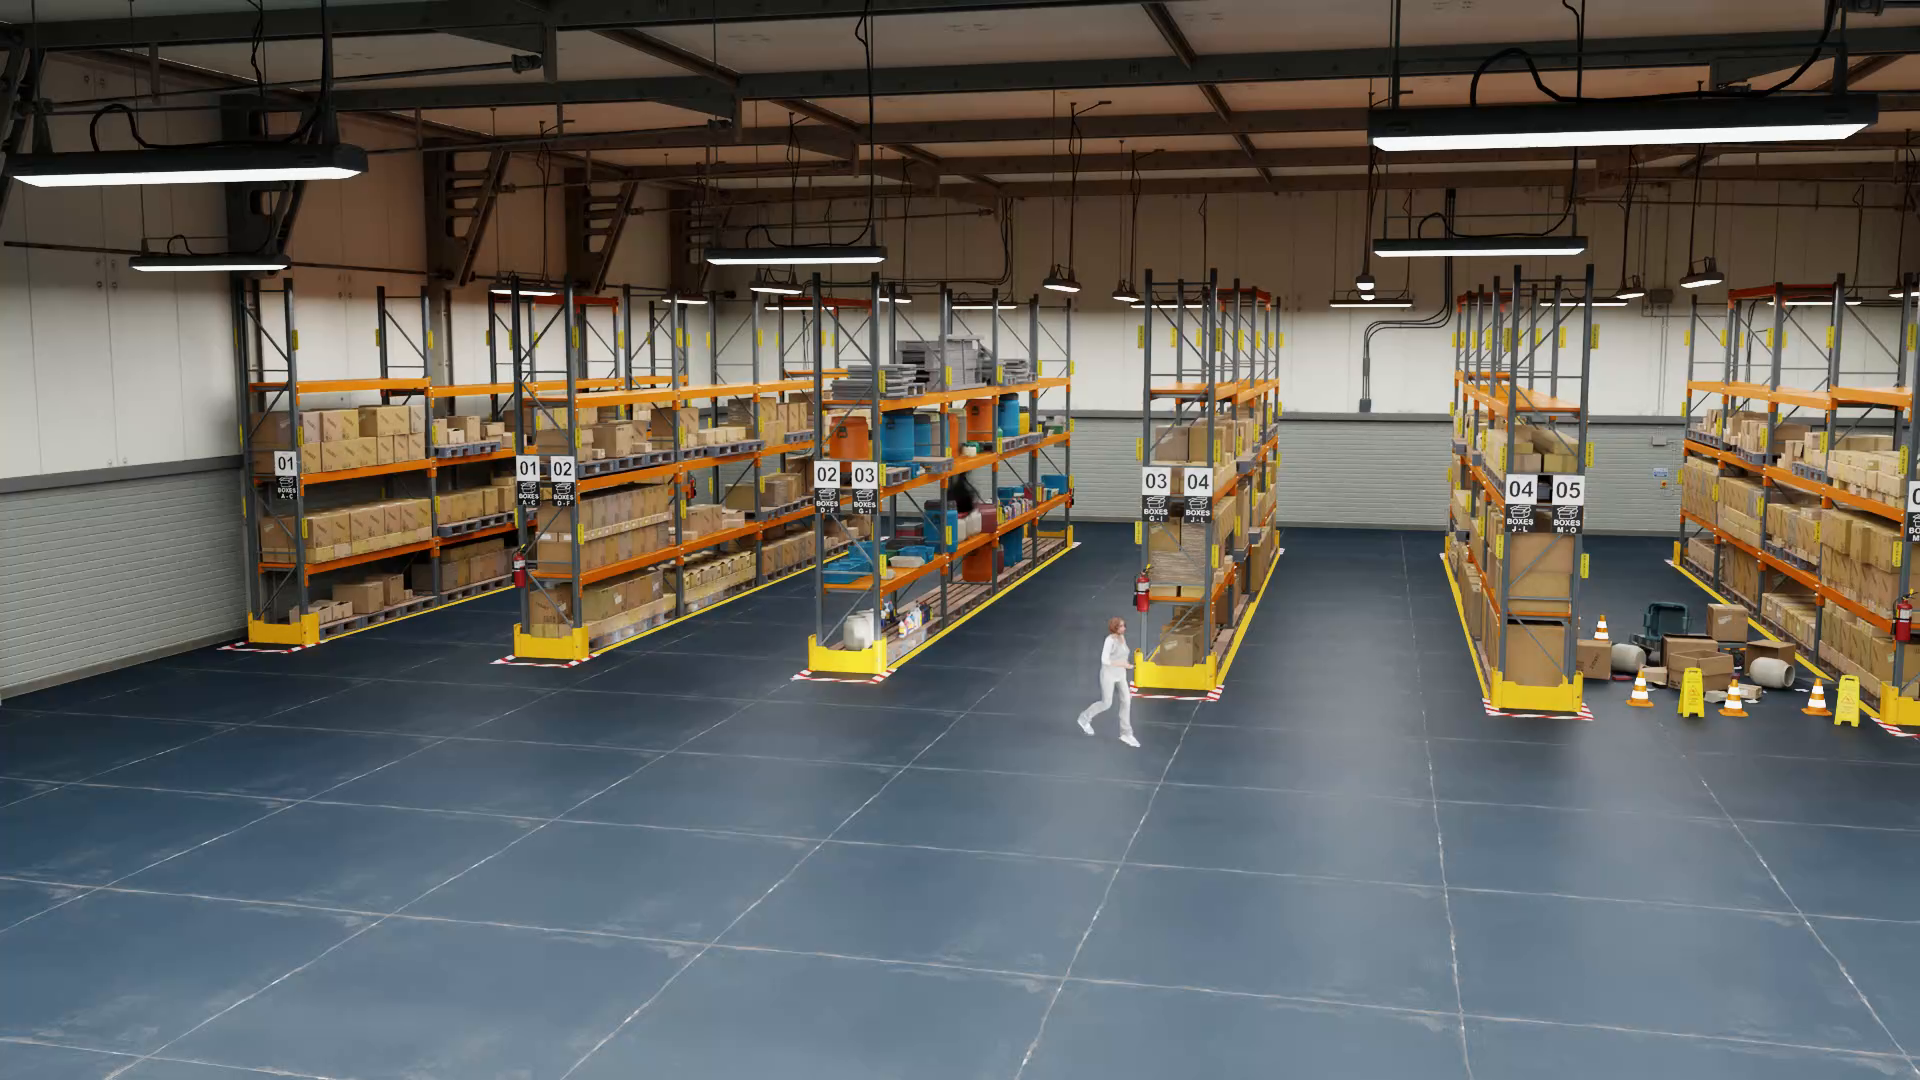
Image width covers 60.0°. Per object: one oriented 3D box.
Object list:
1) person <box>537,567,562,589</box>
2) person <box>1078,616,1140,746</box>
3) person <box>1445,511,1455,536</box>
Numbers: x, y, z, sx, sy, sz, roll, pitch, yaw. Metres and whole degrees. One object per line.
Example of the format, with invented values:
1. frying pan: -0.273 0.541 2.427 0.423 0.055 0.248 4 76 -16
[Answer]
1. person: -7.266 0.554 29.967 0.685 1.734 0.667 1 7 5
2. person: 1.862 1.734 20.720 0.855 1.605 0.516 5 9 38
3. person: 11.746 -0.541 39.200 0.561 1.730 0.711 1 7 4
